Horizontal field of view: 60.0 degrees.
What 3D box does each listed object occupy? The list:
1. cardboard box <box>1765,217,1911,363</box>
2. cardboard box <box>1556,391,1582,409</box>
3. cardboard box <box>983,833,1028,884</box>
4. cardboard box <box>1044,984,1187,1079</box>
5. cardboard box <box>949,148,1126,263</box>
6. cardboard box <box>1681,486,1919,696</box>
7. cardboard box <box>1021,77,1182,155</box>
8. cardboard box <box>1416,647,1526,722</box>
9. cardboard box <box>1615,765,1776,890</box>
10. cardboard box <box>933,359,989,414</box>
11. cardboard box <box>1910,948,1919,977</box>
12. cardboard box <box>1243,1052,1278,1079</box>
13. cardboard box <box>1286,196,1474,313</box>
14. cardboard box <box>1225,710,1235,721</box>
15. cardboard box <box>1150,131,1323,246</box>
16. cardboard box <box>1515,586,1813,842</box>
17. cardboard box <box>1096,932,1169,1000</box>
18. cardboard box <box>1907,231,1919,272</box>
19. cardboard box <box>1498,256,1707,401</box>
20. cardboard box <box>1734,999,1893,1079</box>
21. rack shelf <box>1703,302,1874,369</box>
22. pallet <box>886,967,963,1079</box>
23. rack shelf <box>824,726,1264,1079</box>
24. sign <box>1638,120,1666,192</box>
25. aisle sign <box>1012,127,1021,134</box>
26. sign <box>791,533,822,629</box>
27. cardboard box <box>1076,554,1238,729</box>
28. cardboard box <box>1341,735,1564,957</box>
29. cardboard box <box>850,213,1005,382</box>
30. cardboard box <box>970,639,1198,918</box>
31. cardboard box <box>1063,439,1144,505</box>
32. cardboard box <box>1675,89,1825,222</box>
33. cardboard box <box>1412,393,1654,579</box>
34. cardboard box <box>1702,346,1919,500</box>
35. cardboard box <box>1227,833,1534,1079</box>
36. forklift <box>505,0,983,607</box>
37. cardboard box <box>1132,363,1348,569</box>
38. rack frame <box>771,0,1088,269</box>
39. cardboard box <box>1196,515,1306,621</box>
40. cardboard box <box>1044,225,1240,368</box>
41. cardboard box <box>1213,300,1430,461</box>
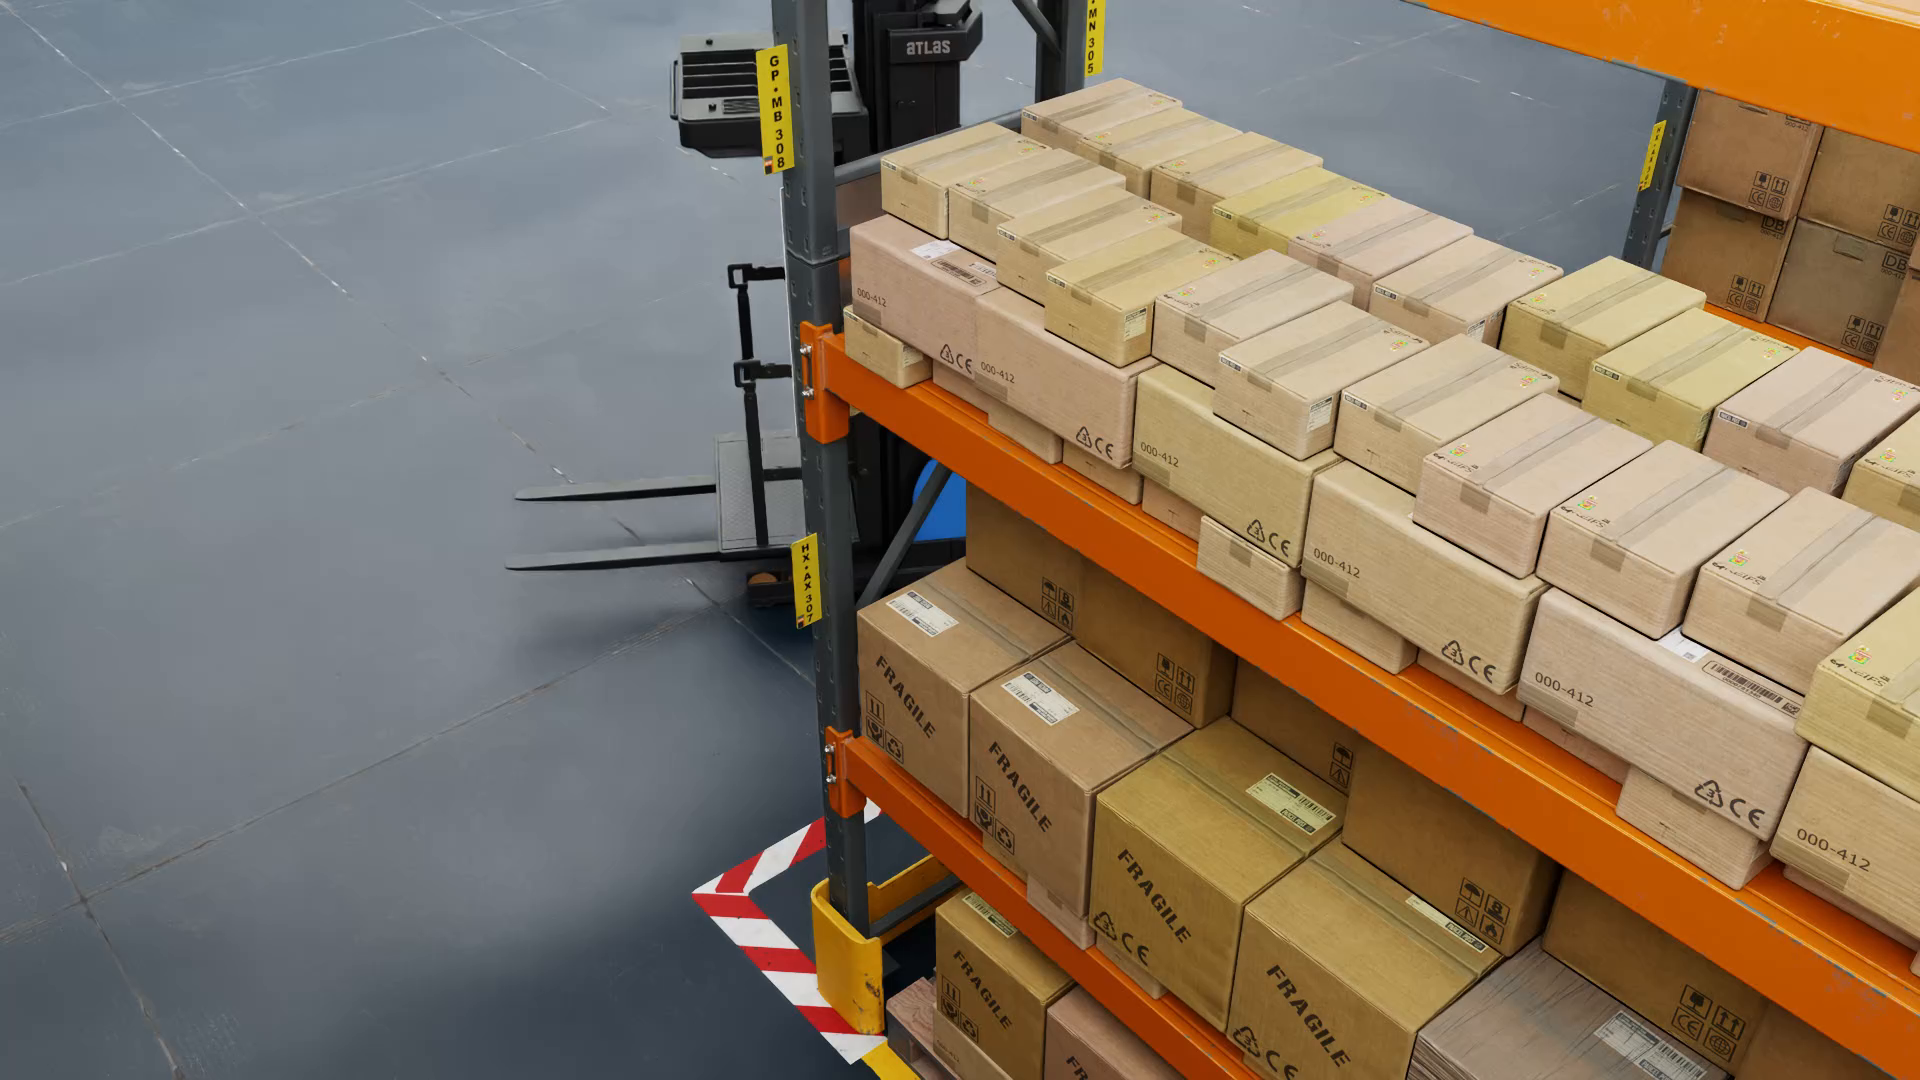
[{"bbox_3d":[4.307,-1.292,7.750,0.875,0.550,0.550,-26,43,-32],"label":"cardboard box"},{"bbox_3d":[1.471,-0.208,3.627,0.500,0.250,0.500,-26,43,-31],"label":"cardboard box"},{"bbox_3d":[0.289,0.862,5.056,0.380,0.149,0.250,-28,44,-33],"label":"cardboard box"},{"bbox_3d":[0.611,1.622,5.132,0.500,0.500,0.500,-28,44,-33],"label":"cardboard box"},{"bbox_3d":[0.193,-0.830,4.160,0.380,0.149,0.250,-26,43,-32],"label":"cardboard box"},{"bbox_3d":[1.471,0.085,2.868,0.380,0.149,0.250,-27,43,-33],"label":"cardboard box"},{"bbox_3d":[0.389,-1.129,4.582,0.380,0.149,0.250,-26,43,-31],"label":"cardboard box"},{"bbox_3d":[1.165,0.180,3.424,0.380,0.149,0.250,-26,43,-32],"label":"cardboard box"},{"bbox_3d":[1.437,0.438,3.060,0.380,0.149,0.250,-25,42,-31],"label":"cardboard box"},{"bbox_3d":[0.149,-0.493,4.374,0.380,0.149,0.250,-28,44,-33],"label":"cardboard box"},{"bbox_3d":[1.811,0.649,2.761,0.380,0.149,0.250,-26,43,-31],"label":"cardboard box"},{"bbox_3d":[0.974,1.315,4.417,0.380,0.149,0.250,-27,44,-33],"label":"cardboard box"},{"bbox_3d":[0.981,-0.653,3.910,0.380,0.149,0.250,-26,43,-32],"label":"cardboard box"},{"bbox_3d":[0.825,0.476,5.040,0.500,0.500,0.500,-26,43,-32],"label":"cardboard box"},{"bbox_3d":[0.705,-0.895,4.252,0.380,0.149,0.250,-27,43,-32],"label":"cardboard box"},{"bbox_3d":[1.391,0.213,3.033,0.500,0.250,0.500,-27,43,-32],"label":"cardboard box"},{"bbox_3d":[0.610,1.093,4.730,0.380,0.149,0.250,-25,42,-31],"label":"cardboard box"},{"bbox_3d":[4.554,-1.429,7.010,0.875,0.550,0.550,-26,43,-32],"label":"cardboard box"},{"bbox_3d":[1.404,-0.465,3.644,0.380,0.149,0.250,-25,42,-31],"label":"cardboard box"},{"bbox_3d":[2.095,0.966,3.483,0.700,0.500,0.500,-26,43,-32],"label":"cardboard box"},{"bbox_3d":[4.952,-0.436,7.293,1.077,0.370,4.000,-26,43,-32],"label":"rack shelf"},{"bbox_3d":[0.491,1.822,5.896,1.003,0.211,1.213,-26,43,-32],"label":"pallet"},{"bbox_3d":[1.236,1.455,4.623,1.077,0.370,4.000,-26,43,-32],"label":"rack shelf"},{"bbox_3d":[3.233,-1.793,7.771,0.100,0.325,0.005,-26,43,-32],"label":"sign"},{"bbox_3d":[0.127,-0.918,5.102,0.394,0.787,0.004,-26,43,-32],"label":"aisle sign"},{"bbox_3d":[-0.469,0.128,5.126,0.100,0.325,0.005,-26,43,-32],"label":"sign"},{"bbox_3d":[0.762,0.079,4.736,0.700,0.500,0.500,-26,43,-31],"label":"cardboard box"},{"bbox_3d":[1.386,0.538,4.088,0.700,0.500,0.500,-26,43,-32],"label":"cardboard box"},{"bbox_3d":[0.066,-0.684,4.299,0.500,0.250,0.500,-27,43,-33],"label":"cardboard box"},{"bbox_3d":[0.376,0.657,4.785,0.500,0.500,0.500,-25,42,-30],"label":"cardboard box"},{"bbox_3d":[0.472,-0.263,4.049,0.380,0.149,0.250,-26,43,-32],"label":"cardboard box"},{"bbox_3d":[3.871,-1.936,7.725,0.875,0.550,0.550,-26,43,-32],"label":"cardboard box"},{"bbox_3d":[1.082,-0.110,3.143,0.380,0.149,0.250,-25,43,-31],"label":"cardboard box"},{"bbox_3d":[1.690,-0.218,3.295,0.380,0.149,0.250,-27,43,-32],"label":"cardboard box"},{"bbox_3d":[1.040,1.103,4.155,0.500,0.500,0.500,-27,43,-33],"label":"cardboard box"},{"bbox_3d":[-0.757,-1.191,7.797,3.031,2.935,1.130,-5,36,-7],"label":"forklift"},{"bbox_3d":[0.736,-0.239,3.671,0.500,0.250,0.500,-25,42,-31],"label":"cardboard box"},{"bbox_3d":[-0.055,-2.170,3.928,1.000,3.000,0.127,-26,43,-32],"label":"rack frame"},{"bbox_3d":[0.748,-0.006,3.687,0.380,0.149,0.250,-25,43,-31],"label":"cardboard box"},{"bbox_3d":[0.413,-0.558,3.776,0.380,0.149,0.250,-26,43,-32],"label":"cardboard box"},{"bbox_3d":[0.752,-0.338,3.466,0.380,0.149,0.250,-25,42,-31],"label":"cardboard box"}]
